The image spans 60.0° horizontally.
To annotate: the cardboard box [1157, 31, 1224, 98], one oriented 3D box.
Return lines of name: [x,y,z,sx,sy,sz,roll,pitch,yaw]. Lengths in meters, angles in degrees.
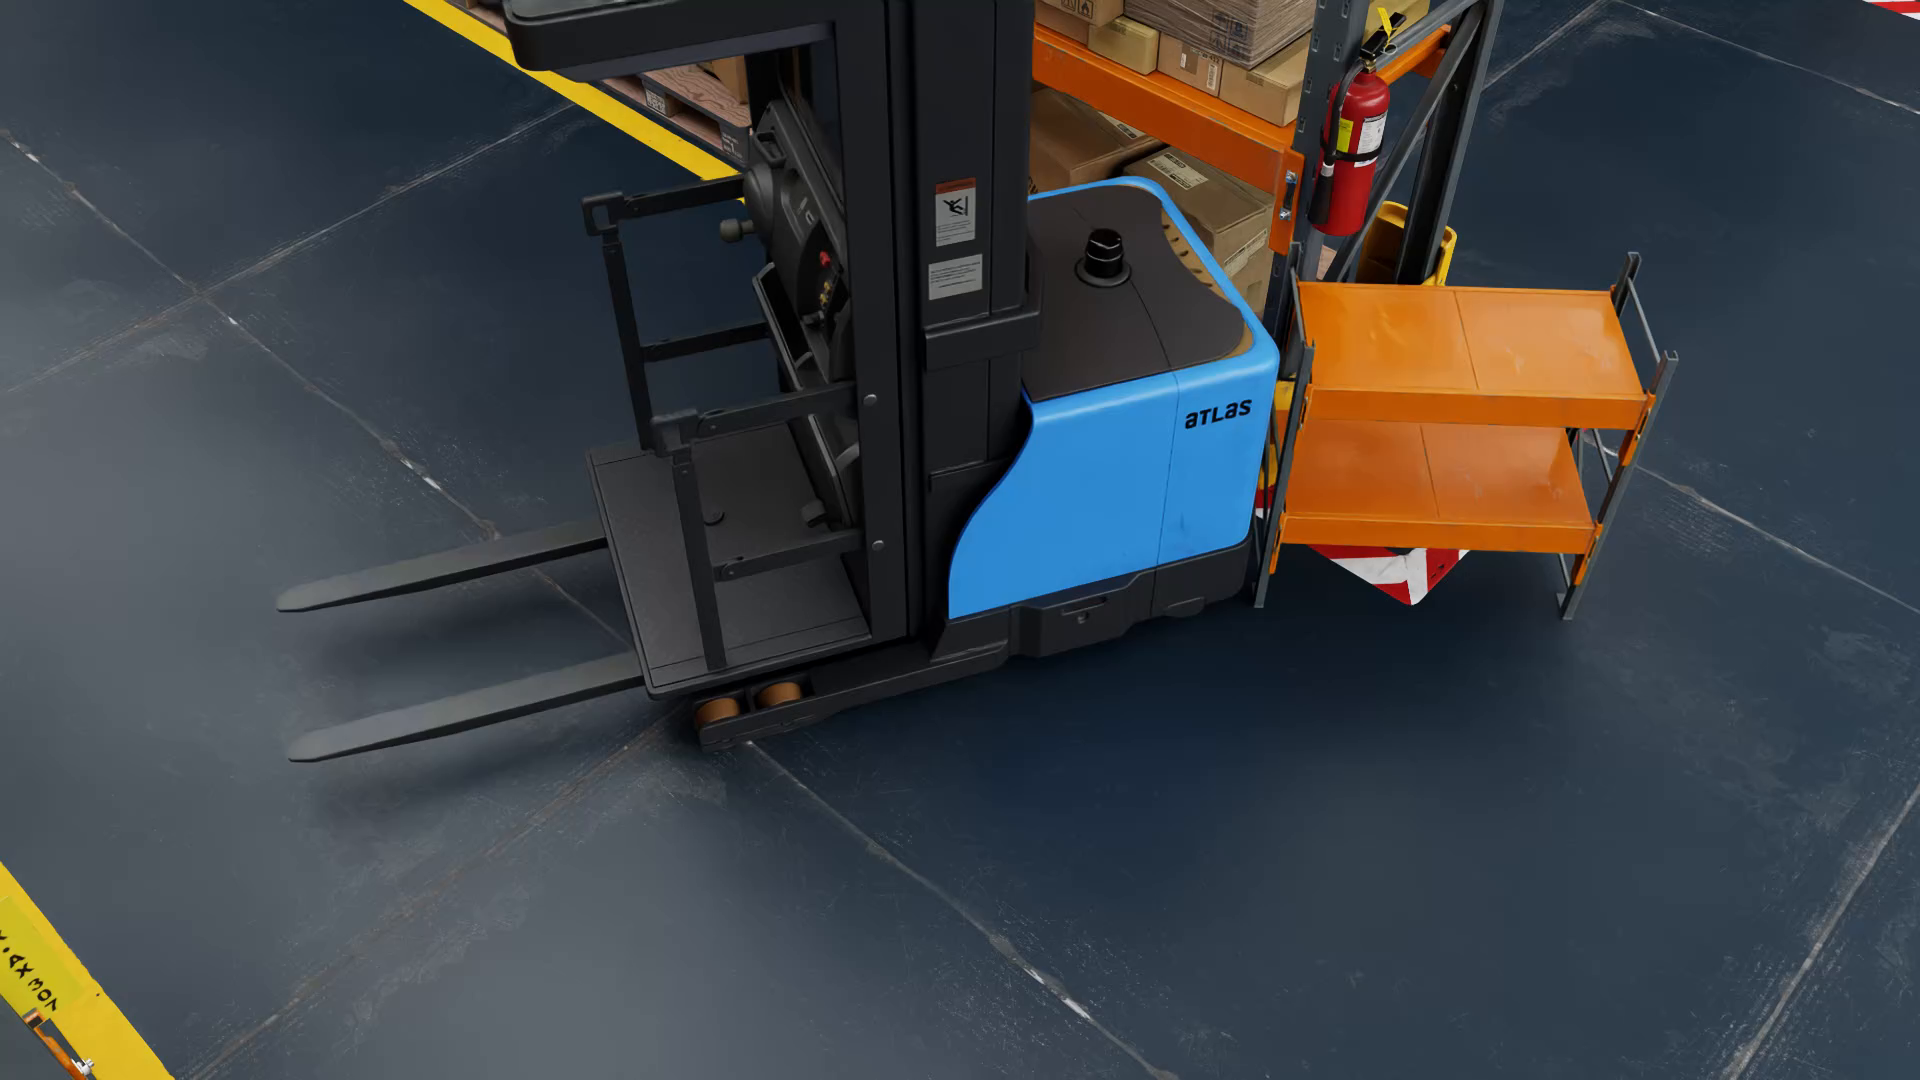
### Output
cardboard box: [0.854,-1.613,5.380,0.250,0.149,0.380,34,55,28]

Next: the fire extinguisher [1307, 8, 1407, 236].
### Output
fire extinguisher: [1.159,-1.215,4.886,0.183,0.674,0.296,34,55,28]

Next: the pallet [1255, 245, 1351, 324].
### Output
pallet: [0.758,-1.049,6.590,1.213,0.211,1.003,34,55,28]

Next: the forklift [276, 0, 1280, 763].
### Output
forklift: [-0.628,-0.793,4.484,3.031,2.935,1.130,-14,48,-13]

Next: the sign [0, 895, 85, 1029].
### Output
sign: [-1.596,0.721,2.826,0.005,0.325,0.100,34,55,28]

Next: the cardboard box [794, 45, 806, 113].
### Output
cardboard box: [-0.350,-2.048,7.042,0.500,0.500,0.500,29,53,25]

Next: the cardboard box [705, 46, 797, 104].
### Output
cardboard box: [-0.859,-2.313,7.290,0.500,0.500,0.500,-22,51,-19]

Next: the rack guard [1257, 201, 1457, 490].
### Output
rack guard: [1.331,-0.727,6.090,0.348,0.500,1.175,34,55,28]

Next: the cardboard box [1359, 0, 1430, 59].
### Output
cardboard box: [1.339,-1.728,5.487,0.250,0.149,0.380,34,55,28]

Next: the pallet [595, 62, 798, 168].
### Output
pallet: [-1.035,-2.255,7.723,1.213,0.211,1.003,34,55,28]

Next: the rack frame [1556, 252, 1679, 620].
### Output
rack frame: [2.022,-0.304,5.263,0.032,1.125,0.500,2,47,2]

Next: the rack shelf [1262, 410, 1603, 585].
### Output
rack shelf: [1.514,-0.155,5.459,1.000,0.278,0.538,2,47,2]

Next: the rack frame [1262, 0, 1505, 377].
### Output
rack frame: [1.387,-1.545,5.143,0.127,3.000,1.000,34,55,28]

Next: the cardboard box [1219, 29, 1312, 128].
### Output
cardboard box: [1.038,-1.489,5.263,0.250,0.149,0.380,34,55,28]

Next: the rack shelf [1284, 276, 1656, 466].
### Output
rack shelf: [1.514,-0.522,5.067,1.000,0.278,0.538,2,47,2]

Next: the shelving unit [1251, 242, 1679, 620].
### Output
shelving unit: [1.514,-0.322,5.281,1.048,1.125,0.538,2,47,2]

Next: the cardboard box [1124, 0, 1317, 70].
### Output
cardboard box: [1.002,-1.968,5.267,0.500,0.500,0.875,34,55,28]

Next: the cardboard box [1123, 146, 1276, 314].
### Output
cardboard box: [0.940,-1.151,6.200,0.500,0.500,0.500,-28,53,-24]

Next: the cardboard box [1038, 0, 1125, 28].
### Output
cardboard box: [0.553,-2.151,5.439,0.500,0.500,0.875,34,55,28]

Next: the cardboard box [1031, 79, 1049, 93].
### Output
cardboard box: [0.030,-1.748,6.760,0.500,0.500,0.500,-33,55,-27]

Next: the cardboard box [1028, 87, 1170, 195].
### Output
cardboard box: [0.477,-1.428,6.460,0.500,0.500,0.500,-25,52,-21]

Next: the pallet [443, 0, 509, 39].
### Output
pallet: [-2.125,-2.952,8.377,1.213,0.211,1.003,34,55,28]

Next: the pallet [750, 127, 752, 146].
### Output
pallet: [-0.134,-1.652,7.156,1.213,0.211,1.003,34,55,28]

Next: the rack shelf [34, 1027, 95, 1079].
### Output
rack shelf: [-3.442,0.366,3.843,4.000,0.370,1.077,34,55,28]

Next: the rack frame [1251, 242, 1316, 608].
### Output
rack frame: [1.006,-0.340,5.298,0.032,1.125,0.500,2,47,2]

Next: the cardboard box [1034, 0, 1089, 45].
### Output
cardboard box: [0.463,-1.841,5.594,0.250,0.149,0.380,34,55,28]

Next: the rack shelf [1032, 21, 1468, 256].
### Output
rack shelf: [-0.083,-2.288,6.334,4.000,0.370,1.077,34,55,28]

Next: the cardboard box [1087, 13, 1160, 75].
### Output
cardboard box: [0.636,-1.709,5.470,0.250,0.149,0.380,34,55,28]
